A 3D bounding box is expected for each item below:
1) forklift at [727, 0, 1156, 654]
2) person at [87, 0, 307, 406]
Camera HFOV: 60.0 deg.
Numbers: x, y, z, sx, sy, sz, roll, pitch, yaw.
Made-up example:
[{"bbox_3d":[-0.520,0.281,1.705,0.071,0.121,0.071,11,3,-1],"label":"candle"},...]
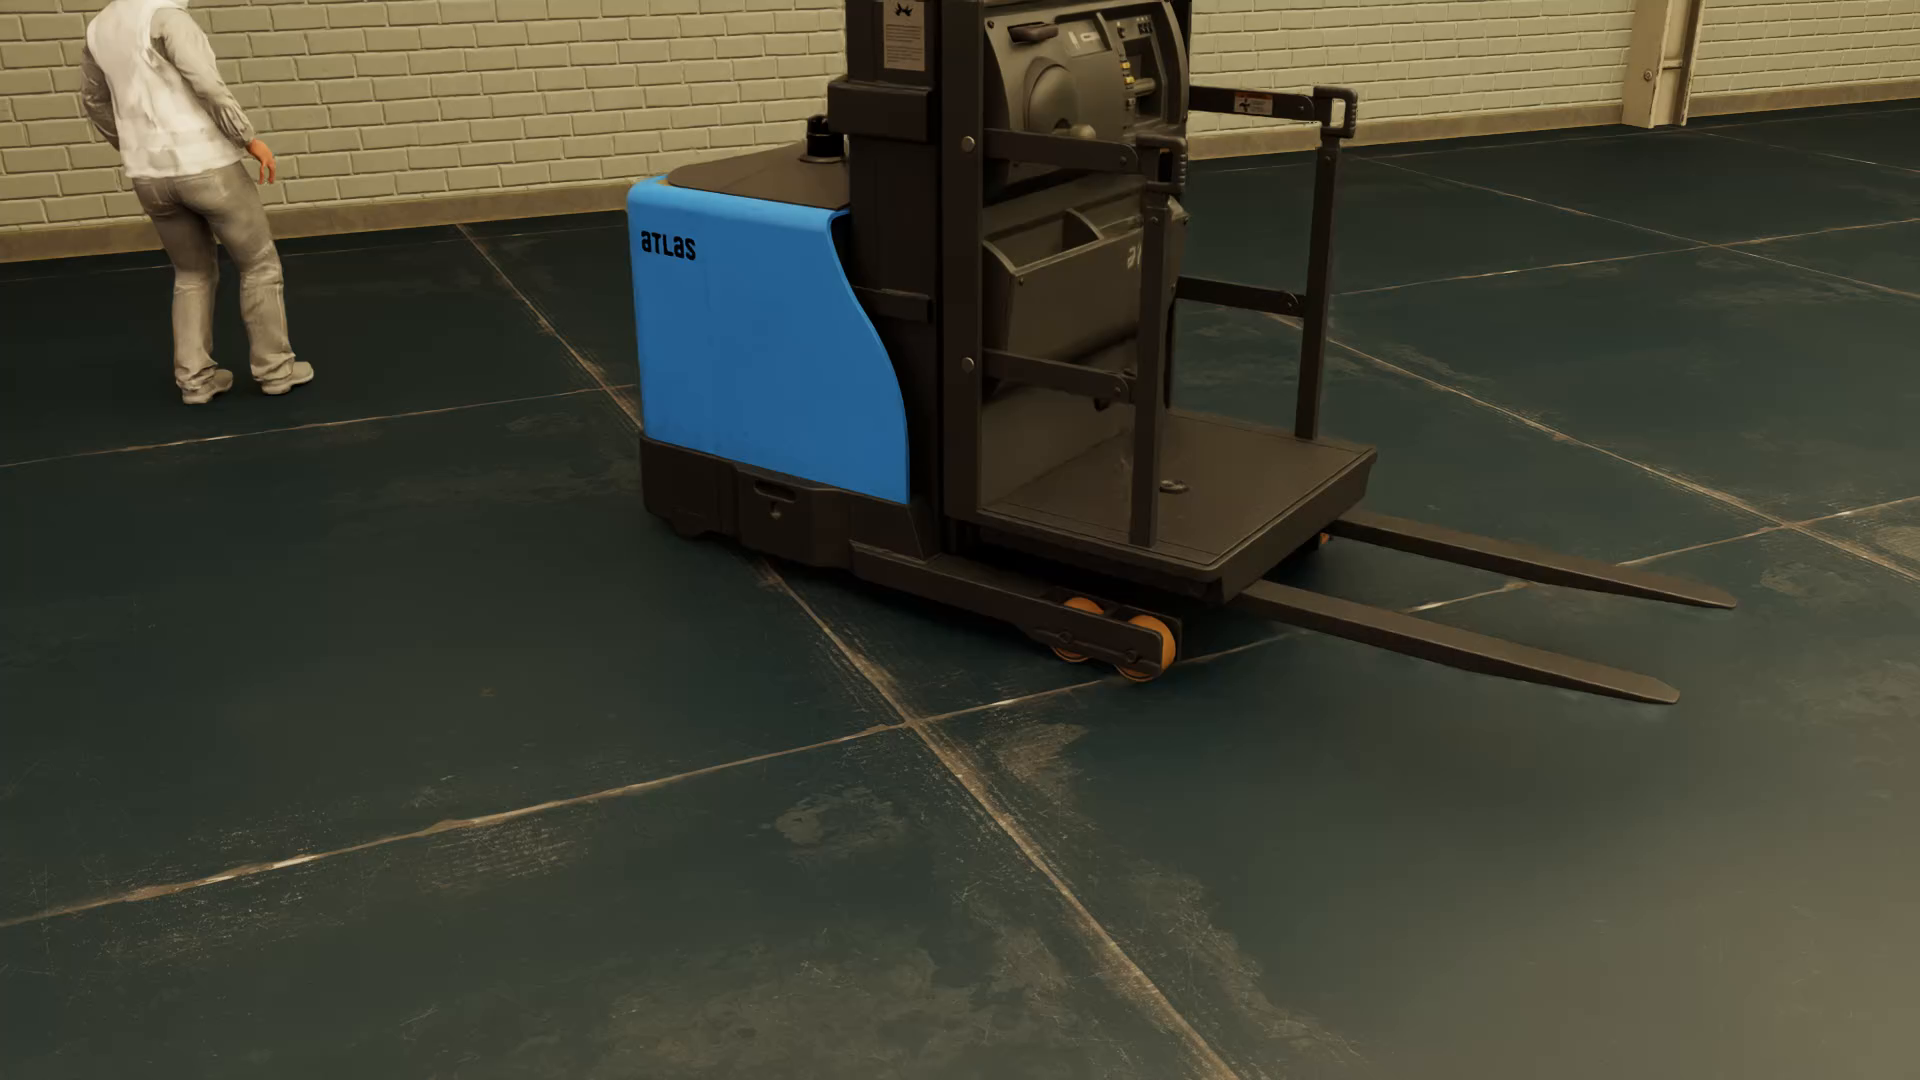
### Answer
[{"bbox_3d":[-0.030,-1.580,5.091,1.130,2.935,3.031,0,23,0],"label":"forklift"},{"bbox_3d":[-2.851,-1.384,6.130,0.525,1.776,0.375,7,24,16],"label":"person"}]
